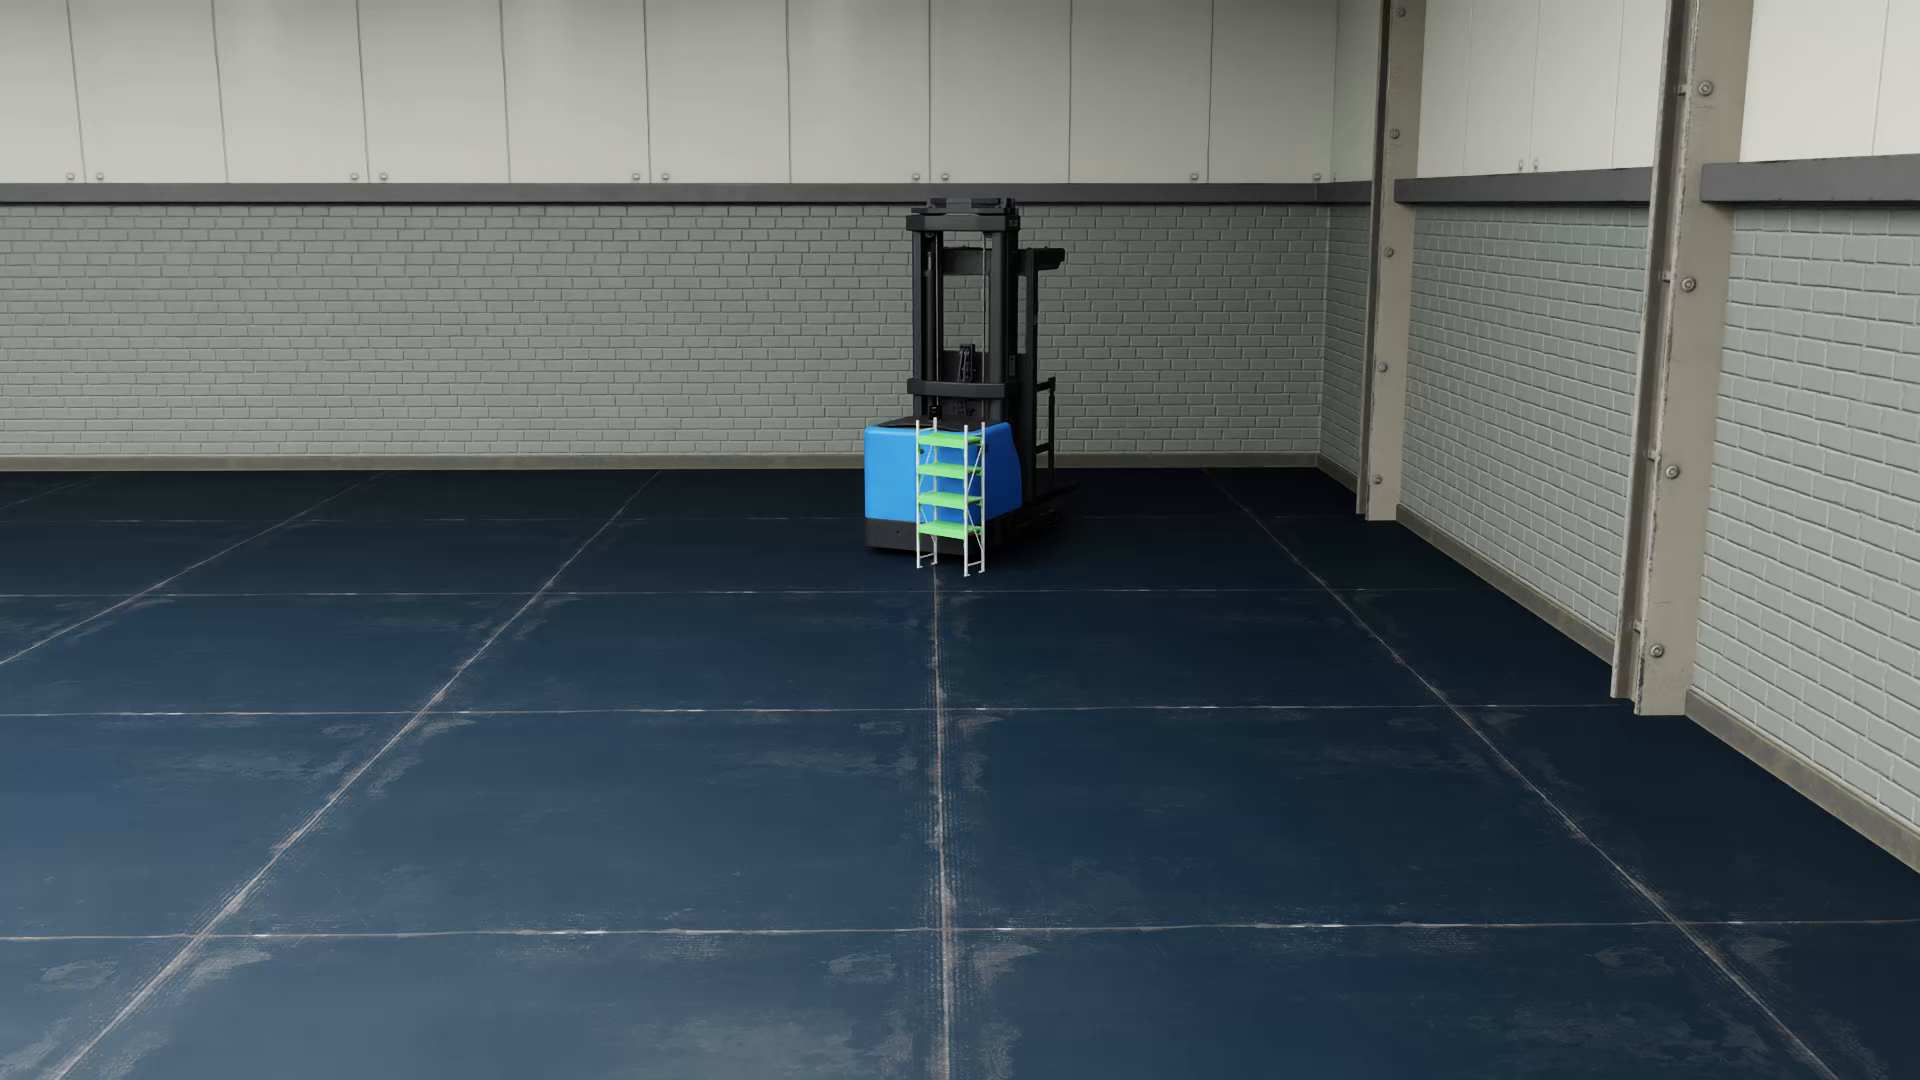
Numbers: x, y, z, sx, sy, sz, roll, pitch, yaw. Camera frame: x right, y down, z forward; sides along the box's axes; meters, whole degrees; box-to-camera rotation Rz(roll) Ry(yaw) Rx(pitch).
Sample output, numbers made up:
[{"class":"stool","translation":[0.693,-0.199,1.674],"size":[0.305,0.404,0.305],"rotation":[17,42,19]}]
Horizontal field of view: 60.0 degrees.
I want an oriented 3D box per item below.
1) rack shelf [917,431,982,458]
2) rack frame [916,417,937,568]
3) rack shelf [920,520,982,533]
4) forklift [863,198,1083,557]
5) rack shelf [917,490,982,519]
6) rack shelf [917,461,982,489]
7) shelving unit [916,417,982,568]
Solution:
[{"class":"rack shelf","translation":[-0.076,-0.757,13.180],"size":[0.480,0.148,0.258],"rotation":[9,14,37]},{"class":"rack frame","translation":[-0.268,-0.379,13.411],"size":[0.015,1.200,0.240],"rotation":[9,14,37]},{"class":"rack shelf","translation":[-0.076,-0.104,13.313],"size":[0.457,0.021,0.221],"rotation":[9,14,37]},{"class":"forklift","translation":[0.263,-1.550,14.827],"size":[1.130,2.935,3.031],"rotation":[5,13,24]},{"class":"rack shelf","translation":[-0.076,-0.287,13.276],"size":[0.480,0.148,0.258],"rotation":[9,14,37]},{"class":"rack shelf","translation":[-0.076,-0.522,13.228],"size":[0.480,0.148,0.258],"rotation":[9,14,37]},{"class":"shelving unit","translation":[-0.080,-0.350,13.267],"size":[0.492,1.200,0.258],"rotation":[9,14,37]}]
